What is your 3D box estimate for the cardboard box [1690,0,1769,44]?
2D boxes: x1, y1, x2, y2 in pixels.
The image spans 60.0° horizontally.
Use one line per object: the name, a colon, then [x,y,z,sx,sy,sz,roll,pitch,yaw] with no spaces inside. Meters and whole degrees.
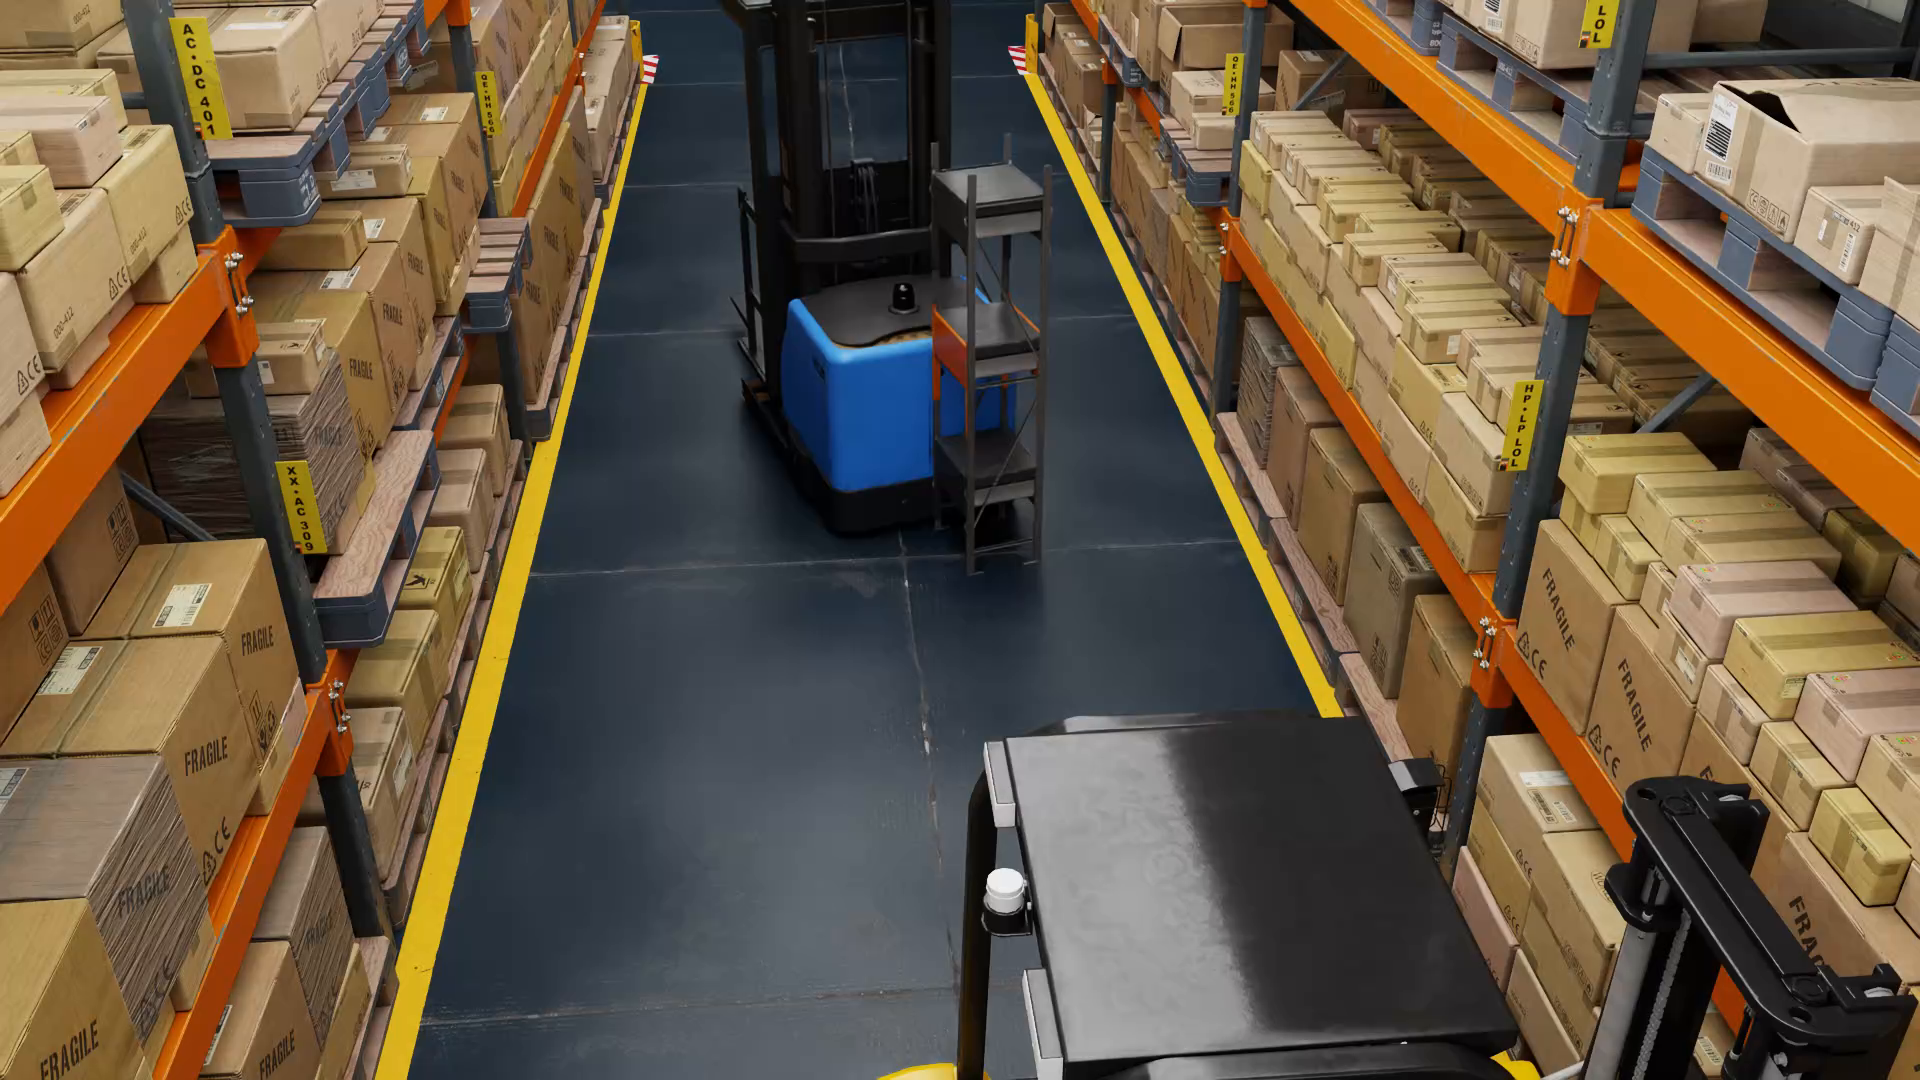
cardboard box: [2.477,-1.783,5.622,0.380,0.149,0.250,-3,31,-5]

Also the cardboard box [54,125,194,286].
cardboard box: [-2.271,-0.835,4.153,0.500,0.250,0.500,-3,31,-5]

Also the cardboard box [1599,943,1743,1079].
cardboard box: [2.190,1.411,4.759,0.500,0.250,0.500,-2,31,-3]

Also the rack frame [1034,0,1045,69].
rack frame: [1.240,-6.063,15.976,1.000,3.000,0.127,-3,31,-5]

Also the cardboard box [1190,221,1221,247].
cardboard box: [1.652,-1.879,10.366,0.380,0.149,0.250,-4,31,-6]

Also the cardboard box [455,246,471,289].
cardboard box: [-2.508,-1.267,7.781,0.380,0.149,0.250,-4,31,-7]

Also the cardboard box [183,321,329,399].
cardboard box: [-2.272,-0.583,5.372,0.380,0.149,0.250,-3,31,-5]

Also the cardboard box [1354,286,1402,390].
cardboard box: [1.964,-0.849,6.905,0.500,0.250,0.500,-2,31,-4]

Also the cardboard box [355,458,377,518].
cardboard box: [-2.332,-0.195,5.986,0.380,0.149,0.250,-2,31,-4]

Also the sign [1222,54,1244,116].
sign: [1.448,-2.411,8.810,0.100,0.325,0.005,-3,31,-5]

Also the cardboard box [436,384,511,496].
cardboard box: [-2.911,-0.502,8.819,0.950,0.372,0.625,-5,31,-8]

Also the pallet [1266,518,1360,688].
pallet: [2.137,0.262,8.106,1.003,0.211,1.213,-3,31,-5]

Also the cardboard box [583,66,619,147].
cardboard box: [-3.364,-3.644,14.015,0.875,0.438,0.875,-4,31,-6]

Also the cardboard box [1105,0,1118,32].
cardboard box: [1.436,-3.987,11.992,0.700,0.500,0.500,-2,31,-3]

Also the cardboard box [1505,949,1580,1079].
cardboard box: [2.140,1.585,5.443,0.500,0.250,0.500,-3,31,-6]

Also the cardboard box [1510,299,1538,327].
cardboard box: [2.496,-0.878,6.954,0.500,0.250,0.500,-3,31,-6]

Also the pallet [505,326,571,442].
pallet: [-2.953,-0.948,10.132,1.003,0.211,1.213,-3,31,-5]

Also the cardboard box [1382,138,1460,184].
cardboard box: [2.319,-1.881,8.243,0.380,0.149,0.250,-3,31,-5]

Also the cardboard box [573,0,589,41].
cardboard box: [-3.111,-4.076,12.552,0.500,0.500,0.500,-2,31,-3]

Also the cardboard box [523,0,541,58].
cardboard box: [-2.889,-3.250,10.194,0.500,0.500,0.500,-2,31,-4]

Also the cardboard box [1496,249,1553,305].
cardboard box: [2.476,-1.101,6.939,0.380,0.149,0.250,-3,31,-5]

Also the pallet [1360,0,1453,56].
pallet: [2.247,-2.273,6.889,1.003,0.211,1.213,-1,31,-2]

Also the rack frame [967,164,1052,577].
rack frame: [0.224,-0.751,7.959,0.400,2.100,0.015,-11,33,-17]

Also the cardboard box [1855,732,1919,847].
cardboard box: [2.336,0.571,3.848,0.380,0.149,0.250,-3,31,-4]

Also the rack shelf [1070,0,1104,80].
rack shelf: [1.427,-4.733,14.451,1.077,0.370,4.000,-3,31,-5]

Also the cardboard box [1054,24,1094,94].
cardboard box: [1.244,-4.415,15.245,0.700,0.500,0.500,-2,31,-3]

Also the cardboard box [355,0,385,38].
cardboard box: [-2.353,-1.933,5.873,0.500,0.250,0.500,-3,31,-5]

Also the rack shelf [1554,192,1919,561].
rack shelf: [2.548,0.105,3.425,1.077,0.370,4.000,-3,31,-5]

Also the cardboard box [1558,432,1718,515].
cardboard box: [2.096,-0.209,5.154,0.380,0.149,0.250,-2,31,-4]

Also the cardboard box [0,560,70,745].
cardboard box: [-2.729,0.200,4.127,0.700,0.500,0.500,-3,31,-4]

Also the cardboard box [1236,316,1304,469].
cardboard box: [2.032,-0.821,9.105,0.875,0.625,0.625,-2,31,-3]

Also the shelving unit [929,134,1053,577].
shelving unit: [0.139,-0.868,8.156,0.431,2.100,0.503,-11,33,-17]

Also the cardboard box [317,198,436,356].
cardboard box: [-2.477,-1.072,6.822,0.500,0.500,0.500,-4,31,-7]

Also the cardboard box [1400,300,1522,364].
cardboard box: [1.939,-0.808,6.448,0.380,0.149,0.250,-4,31,-6]

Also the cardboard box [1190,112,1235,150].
cardboard box: [1.544,-2.368,9.625,0.380,0.149,0.250,-2,31,-4]

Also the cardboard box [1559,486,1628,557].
cardboard box: [2.129,-0.083,5.233,0.380,0.149,0.250,-3,31,-5]

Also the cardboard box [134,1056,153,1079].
cardboard box: [-2.094,1.341,3.825,0.380,0.149,0.250,-2,31,-4]

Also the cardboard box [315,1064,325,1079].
cardboard box: [-2.198,1.864,4.977,0.500,0.250,0.500,-4,31,-6]

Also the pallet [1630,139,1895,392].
pallet: [2.467,-0.752,4.245,1.003,0.211,1.213,-3,31,-5]

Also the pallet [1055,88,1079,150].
pallet: [1.434,-3.799,14.904,1.003,0.211,1.213,-3,31,-5]

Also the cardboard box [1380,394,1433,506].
cardboard box: [2.001,-0.374,6.596,0.500,0.250,0.500,-3,31,-5]

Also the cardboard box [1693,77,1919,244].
cardboard box: [2.196,-0.973,4.109,0.500,0.311,0.500,-2,31,-4]

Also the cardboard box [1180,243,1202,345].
cardboard box: [1.698,-1.548,10.444,0.500,0.500,0.500,-3,31,-5]

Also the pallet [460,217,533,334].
pallet: [-2.781,-1.298,8.185,1.213,0.211,1.003,-3,31,-5]

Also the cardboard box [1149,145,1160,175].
cardboard box: [1.546,-2.674,11.697,0.380,0.149,0.250,-3,31,-5]

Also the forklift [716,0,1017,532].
forklift: [-0.680,-2.042,9.311,1.130,2.935,3.031,-11,33,-17]

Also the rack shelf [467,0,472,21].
rack shelf: [-3.141,-3.739,9.861,1.077,0.370,4.000,-3,31,-5]

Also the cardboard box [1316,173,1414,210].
cardboard box: [1.890,-1.598,7.769,0.380,0.149,0.250,-2,31,-4]

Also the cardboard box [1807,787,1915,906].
cardboard box: [2.254,0.708,3.910,0.380,0.149,0.250,-3,31,-6]

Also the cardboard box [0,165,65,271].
cardboard box: [-2.143,-0.676,3.498,0.380,0.149,0.250,-2,31,-3]

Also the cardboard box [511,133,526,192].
cardboard box: [-2.815,-2.198,9.651,0.500,0.250,0.500,-4,31,-6]

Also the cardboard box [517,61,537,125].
cardboard box: [-2.837,-2.679,9.969,0.500,0.250,0.500,-3,31,-5]
